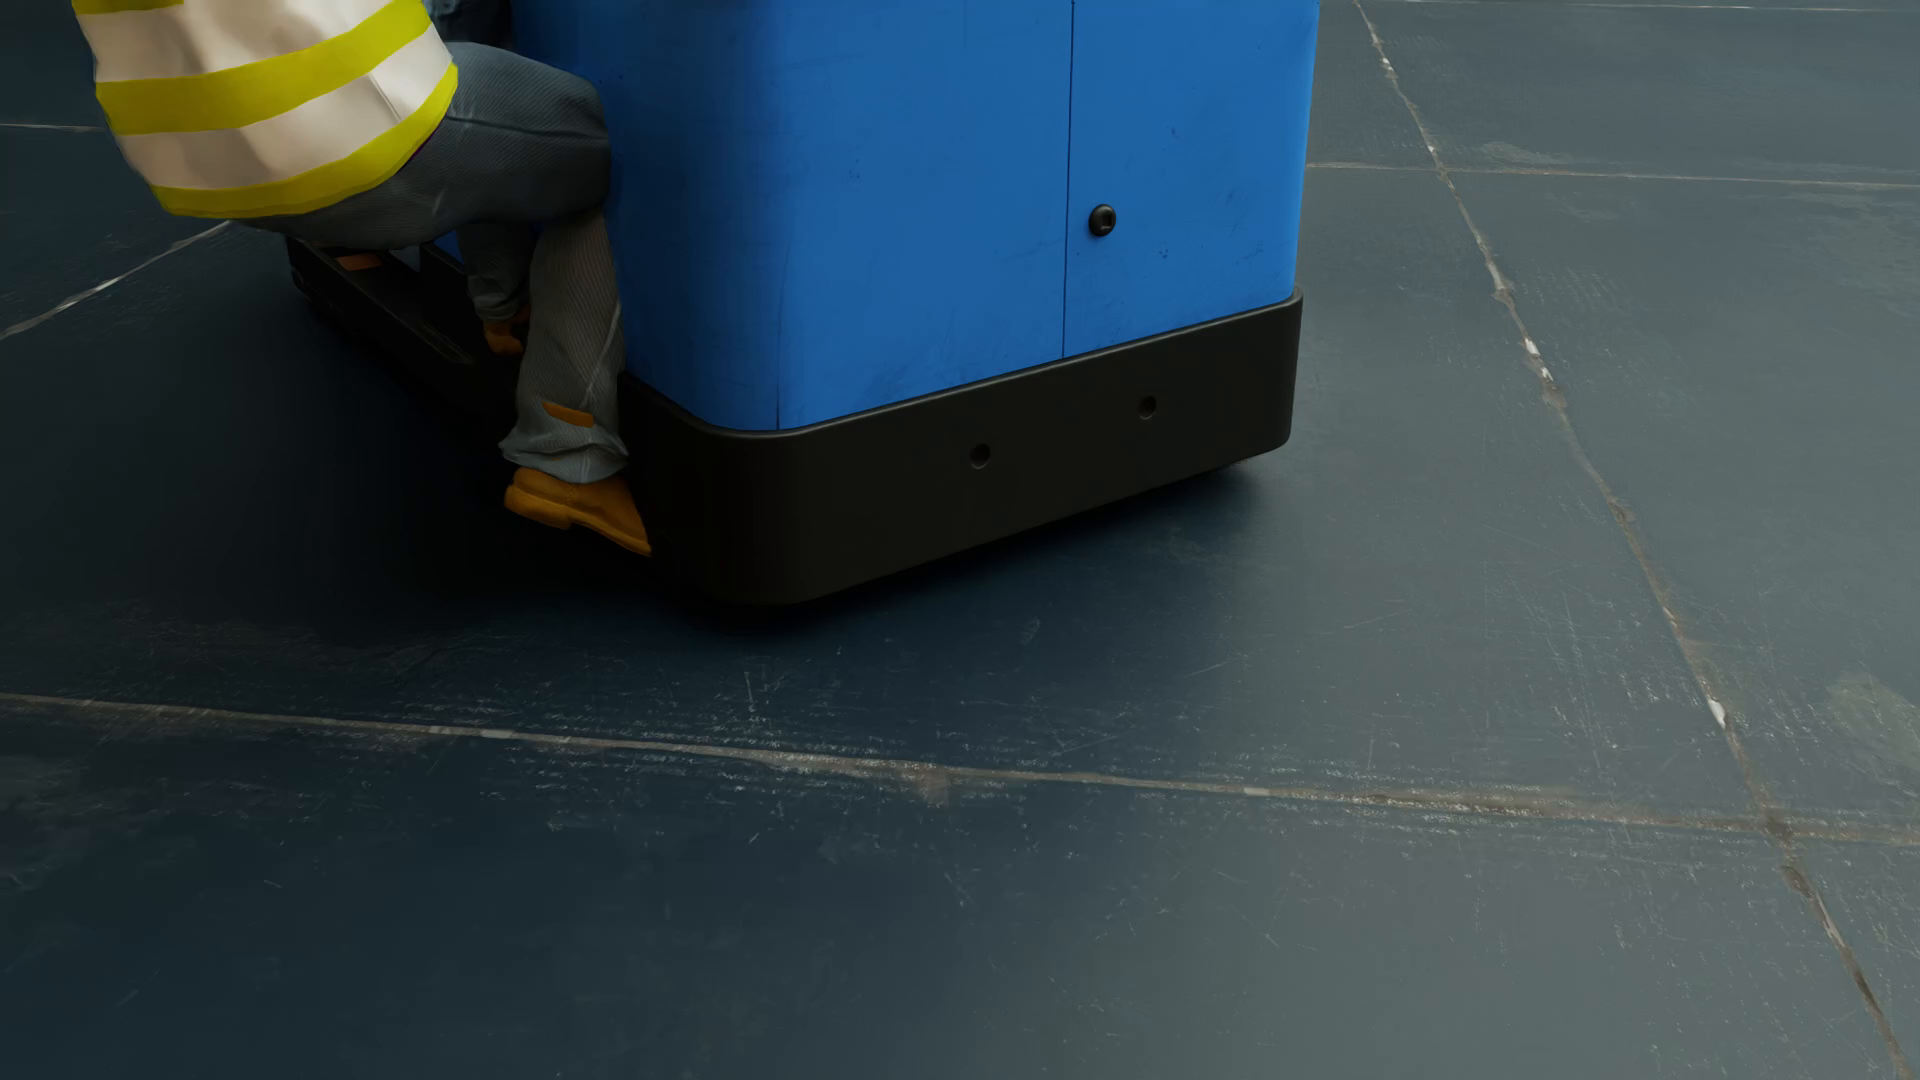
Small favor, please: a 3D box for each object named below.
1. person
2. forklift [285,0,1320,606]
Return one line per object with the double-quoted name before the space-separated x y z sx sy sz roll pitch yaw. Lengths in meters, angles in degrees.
"person" -0.640 -0.660 2.085 1.108 1.491 0.863 13 29 25
"forklift" -0.733 -1.827 2.879 1.130 2.935 3.031 -18 32 -31
